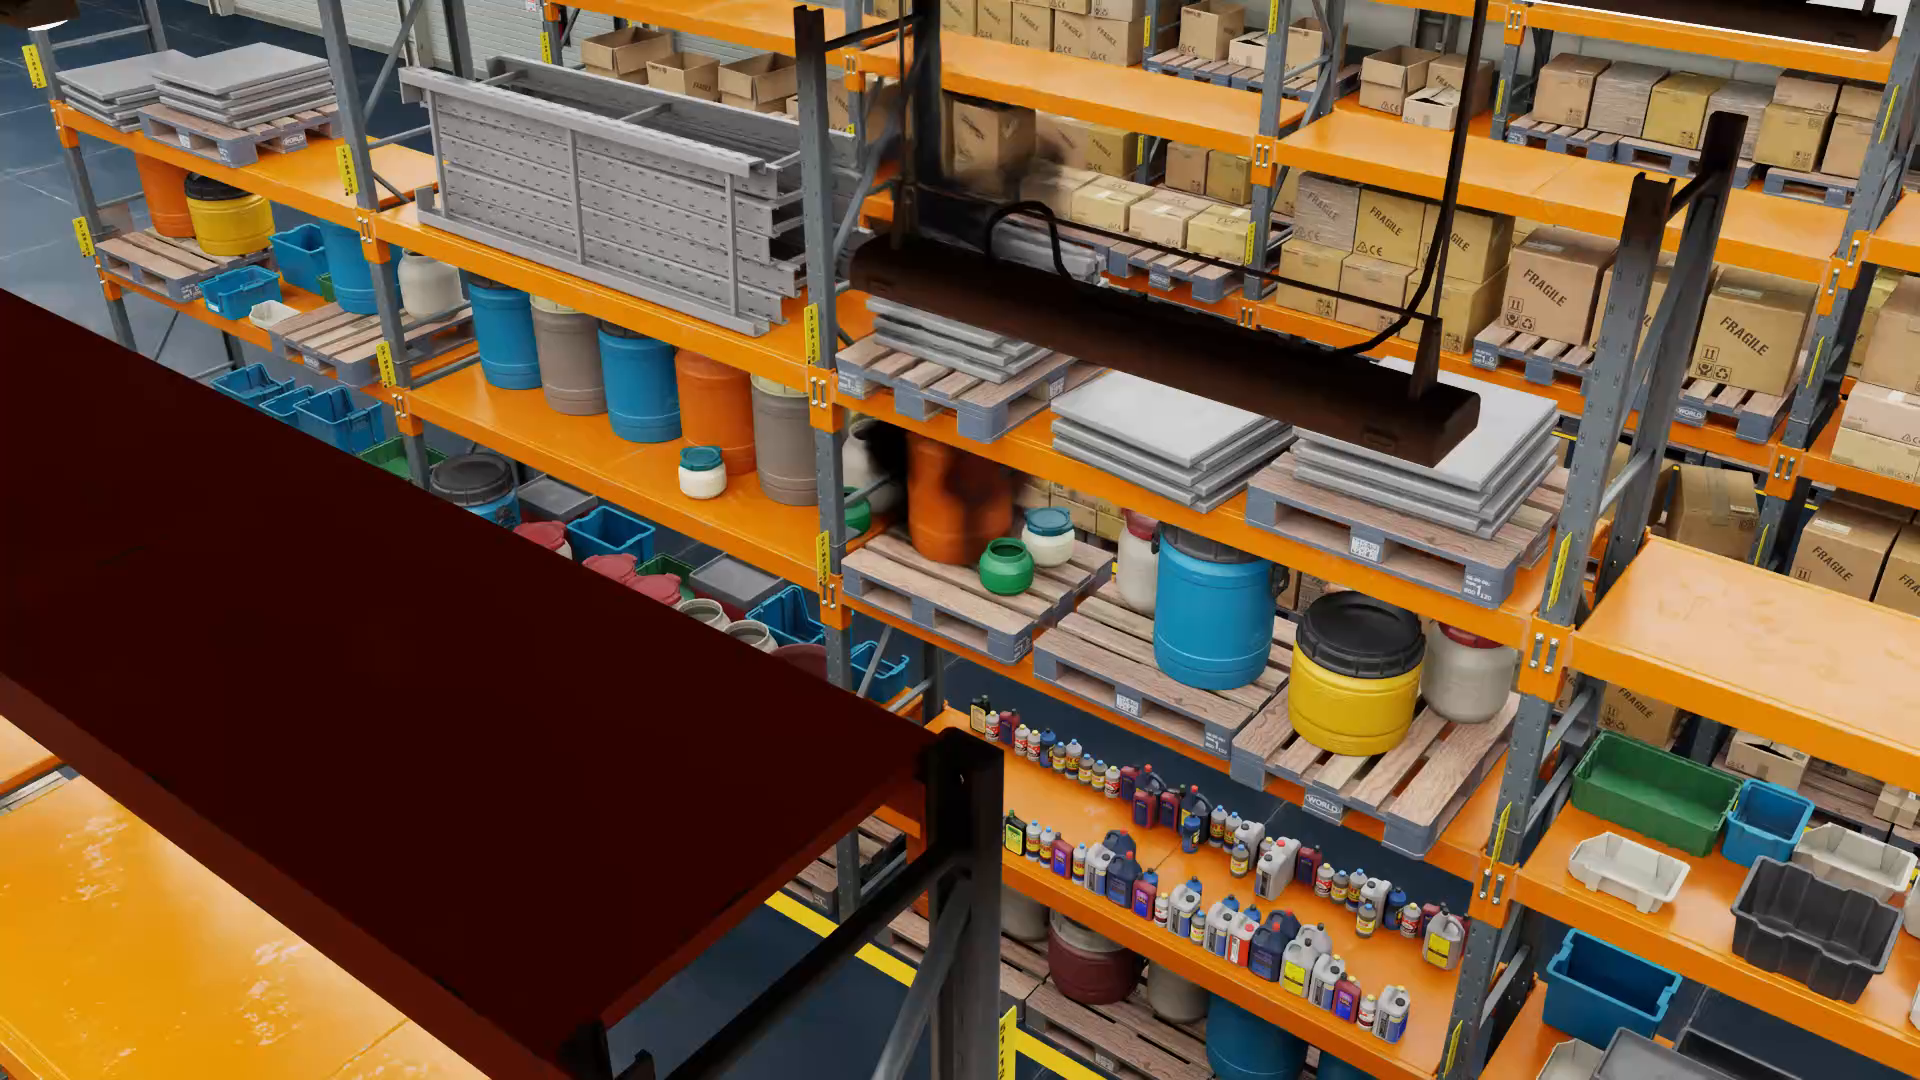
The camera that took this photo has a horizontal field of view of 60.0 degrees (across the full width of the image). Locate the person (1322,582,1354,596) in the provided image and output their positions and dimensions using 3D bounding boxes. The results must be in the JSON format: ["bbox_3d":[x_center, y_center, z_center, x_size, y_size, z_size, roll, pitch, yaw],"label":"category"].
[{"bbox_3d":[2.560,0.978,11.519,0.500,1.703,0.675,14,34,22],"label":"person"}]
